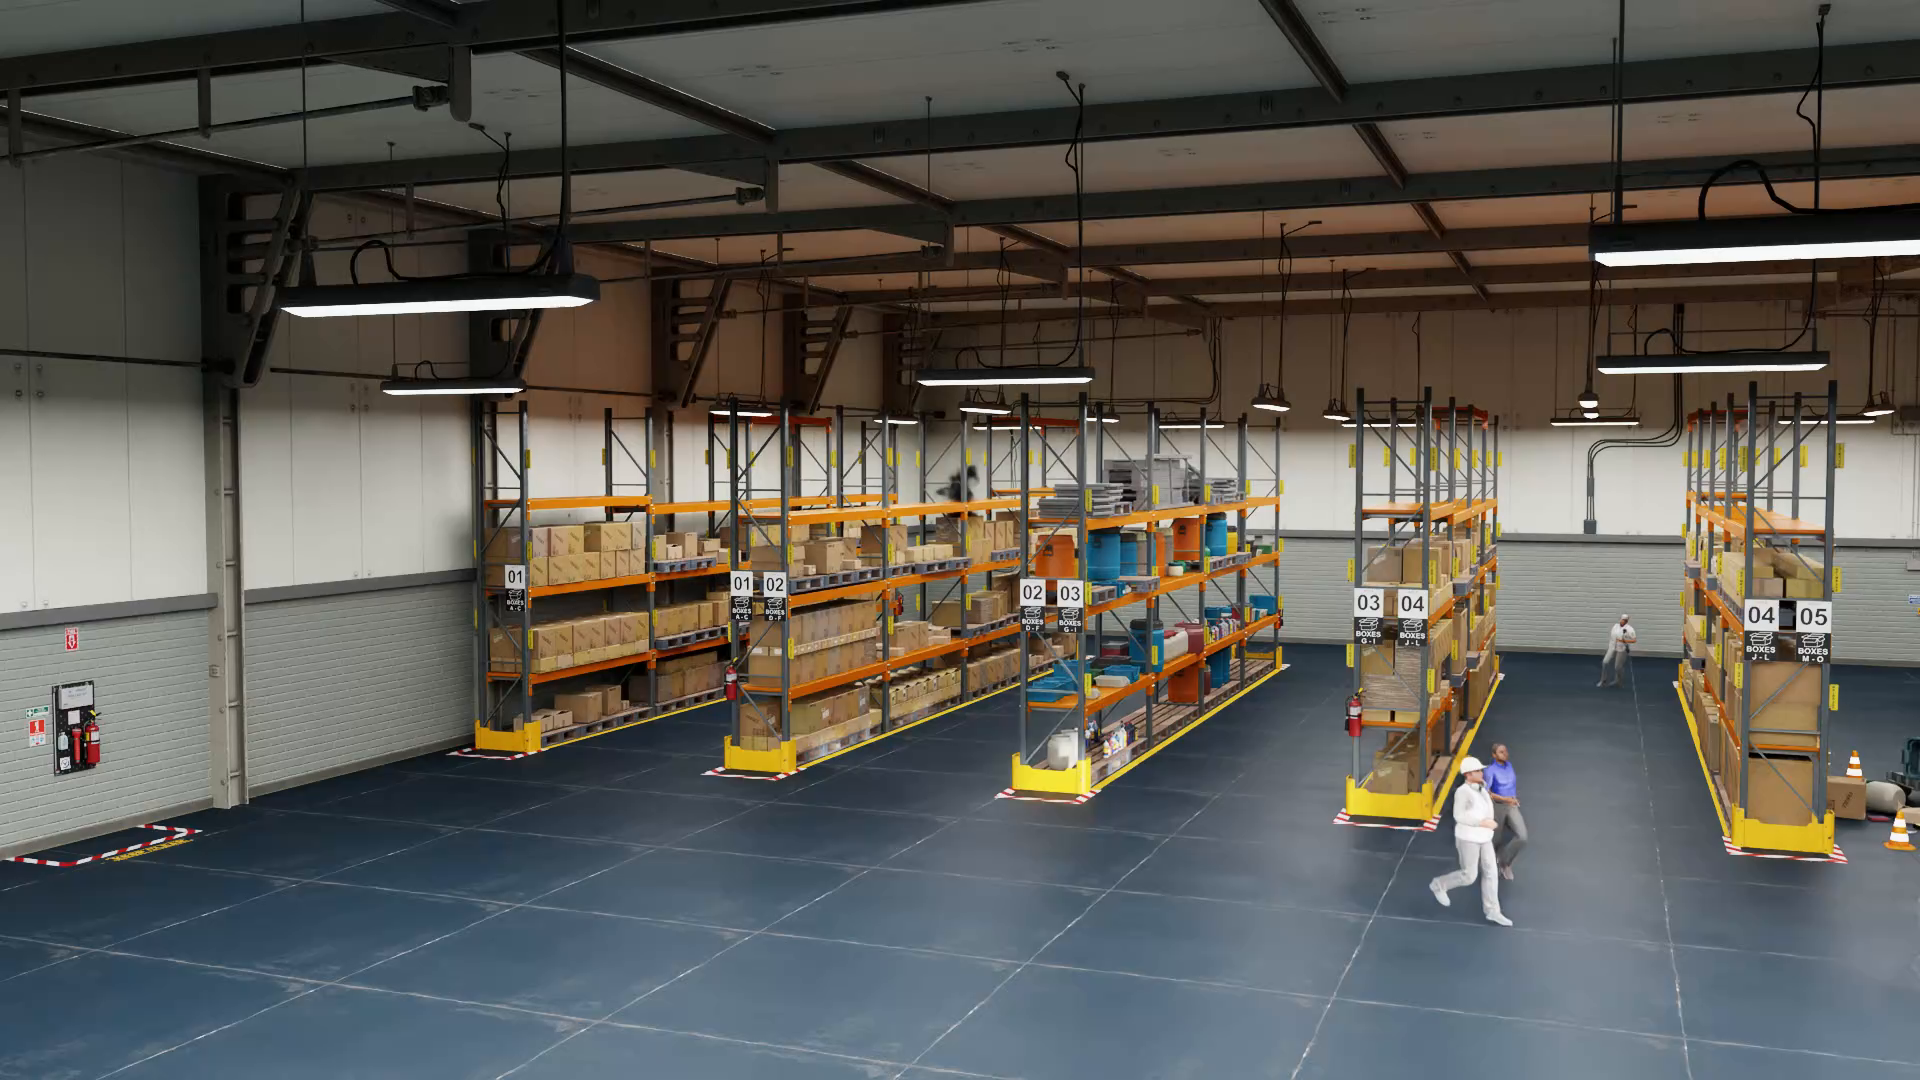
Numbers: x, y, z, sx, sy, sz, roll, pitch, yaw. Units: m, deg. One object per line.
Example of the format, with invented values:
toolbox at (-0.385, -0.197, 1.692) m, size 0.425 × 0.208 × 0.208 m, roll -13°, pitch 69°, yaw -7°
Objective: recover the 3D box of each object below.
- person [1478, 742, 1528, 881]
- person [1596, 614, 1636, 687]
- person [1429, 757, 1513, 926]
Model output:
person at (6.454, 3.229, 19.782) m, size 0.581 × 1.651 × 0.656 m, roll -1°, pitch 3°, yaw -22°
person at (14.483, 2.428, 36.522) m, size 0.729 × 1.632 × 0.742 m, roll -3°, pitch 4°, yaw -45°
person at (5.554, 3.234, 18.022) m, size 0.661 × 1.770 × 0.935 m, roll -3°, pitch 4°, yaw -43°
